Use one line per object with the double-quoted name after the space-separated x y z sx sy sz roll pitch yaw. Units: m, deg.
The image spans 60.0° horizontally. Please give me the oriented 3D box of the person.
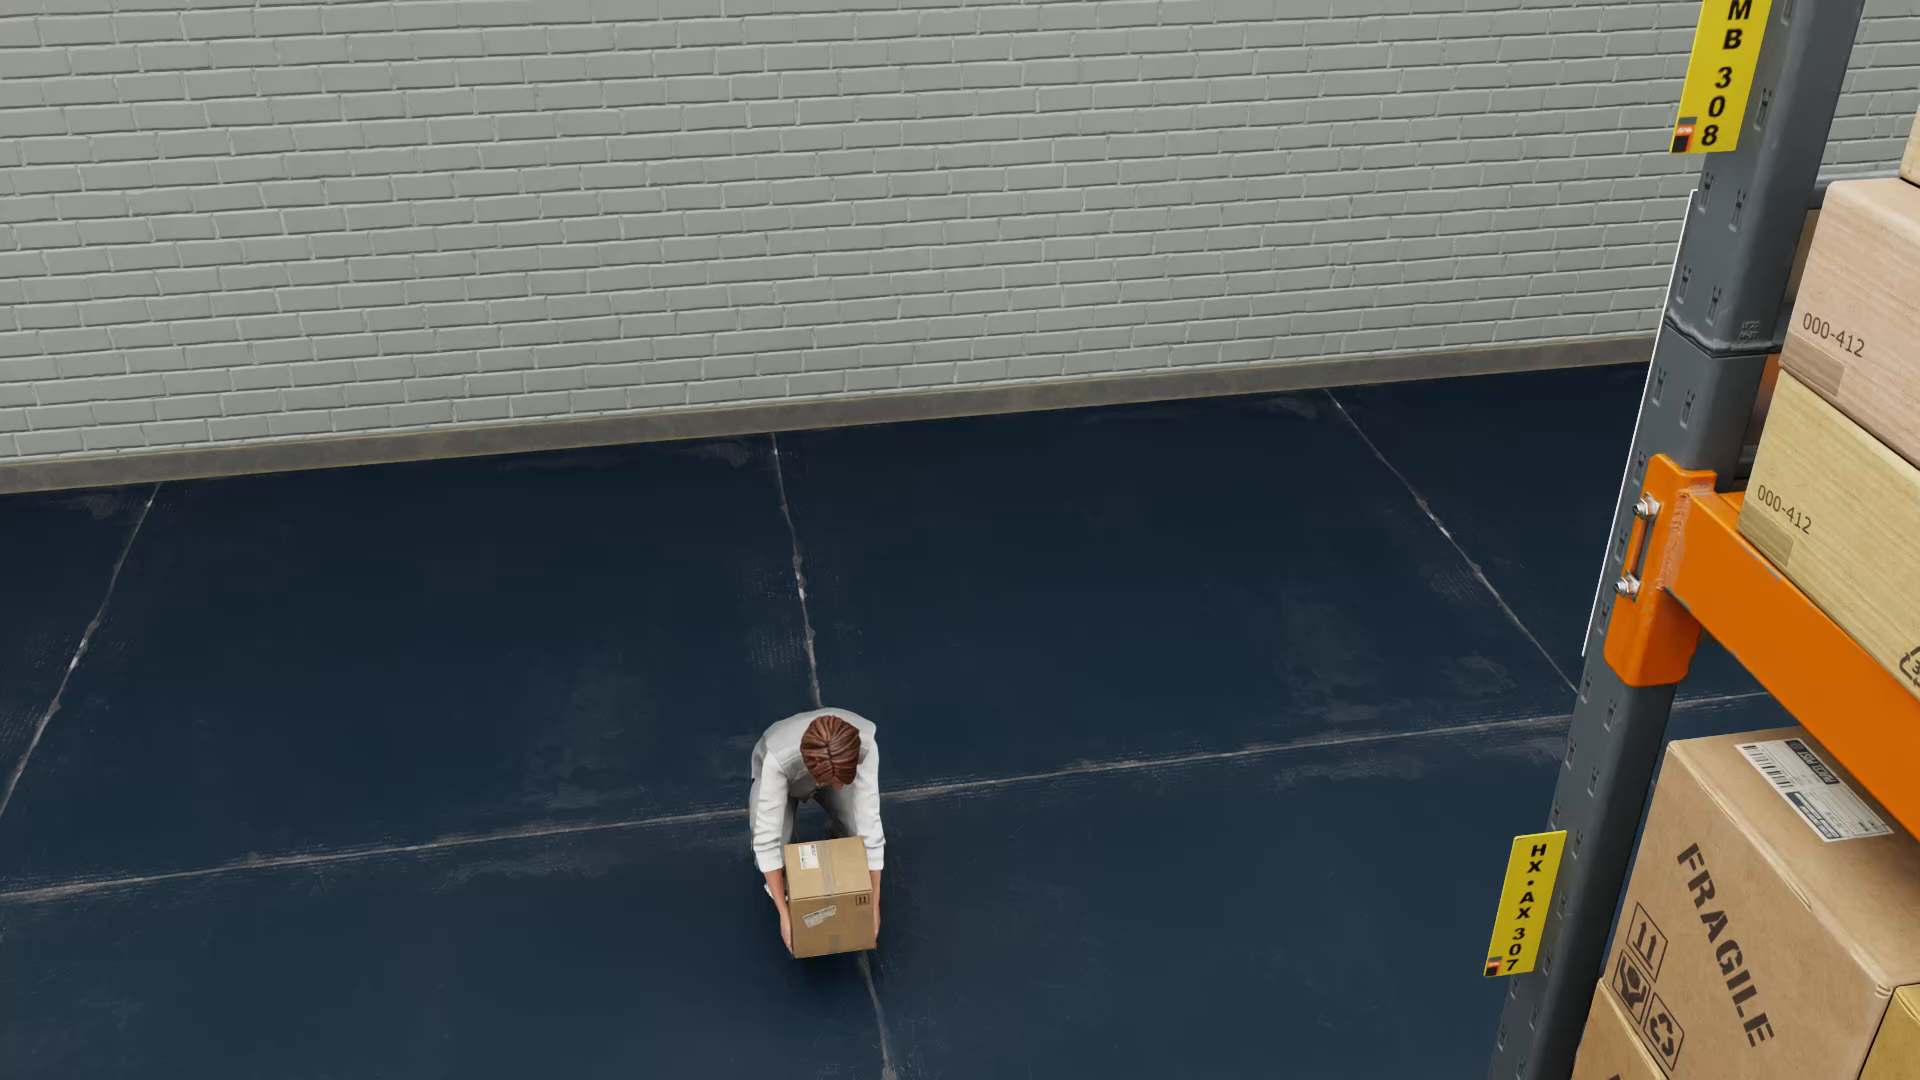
-0.473 0.853 5.426 0.433 0.887 0.816 -6 32 -9 "person"
